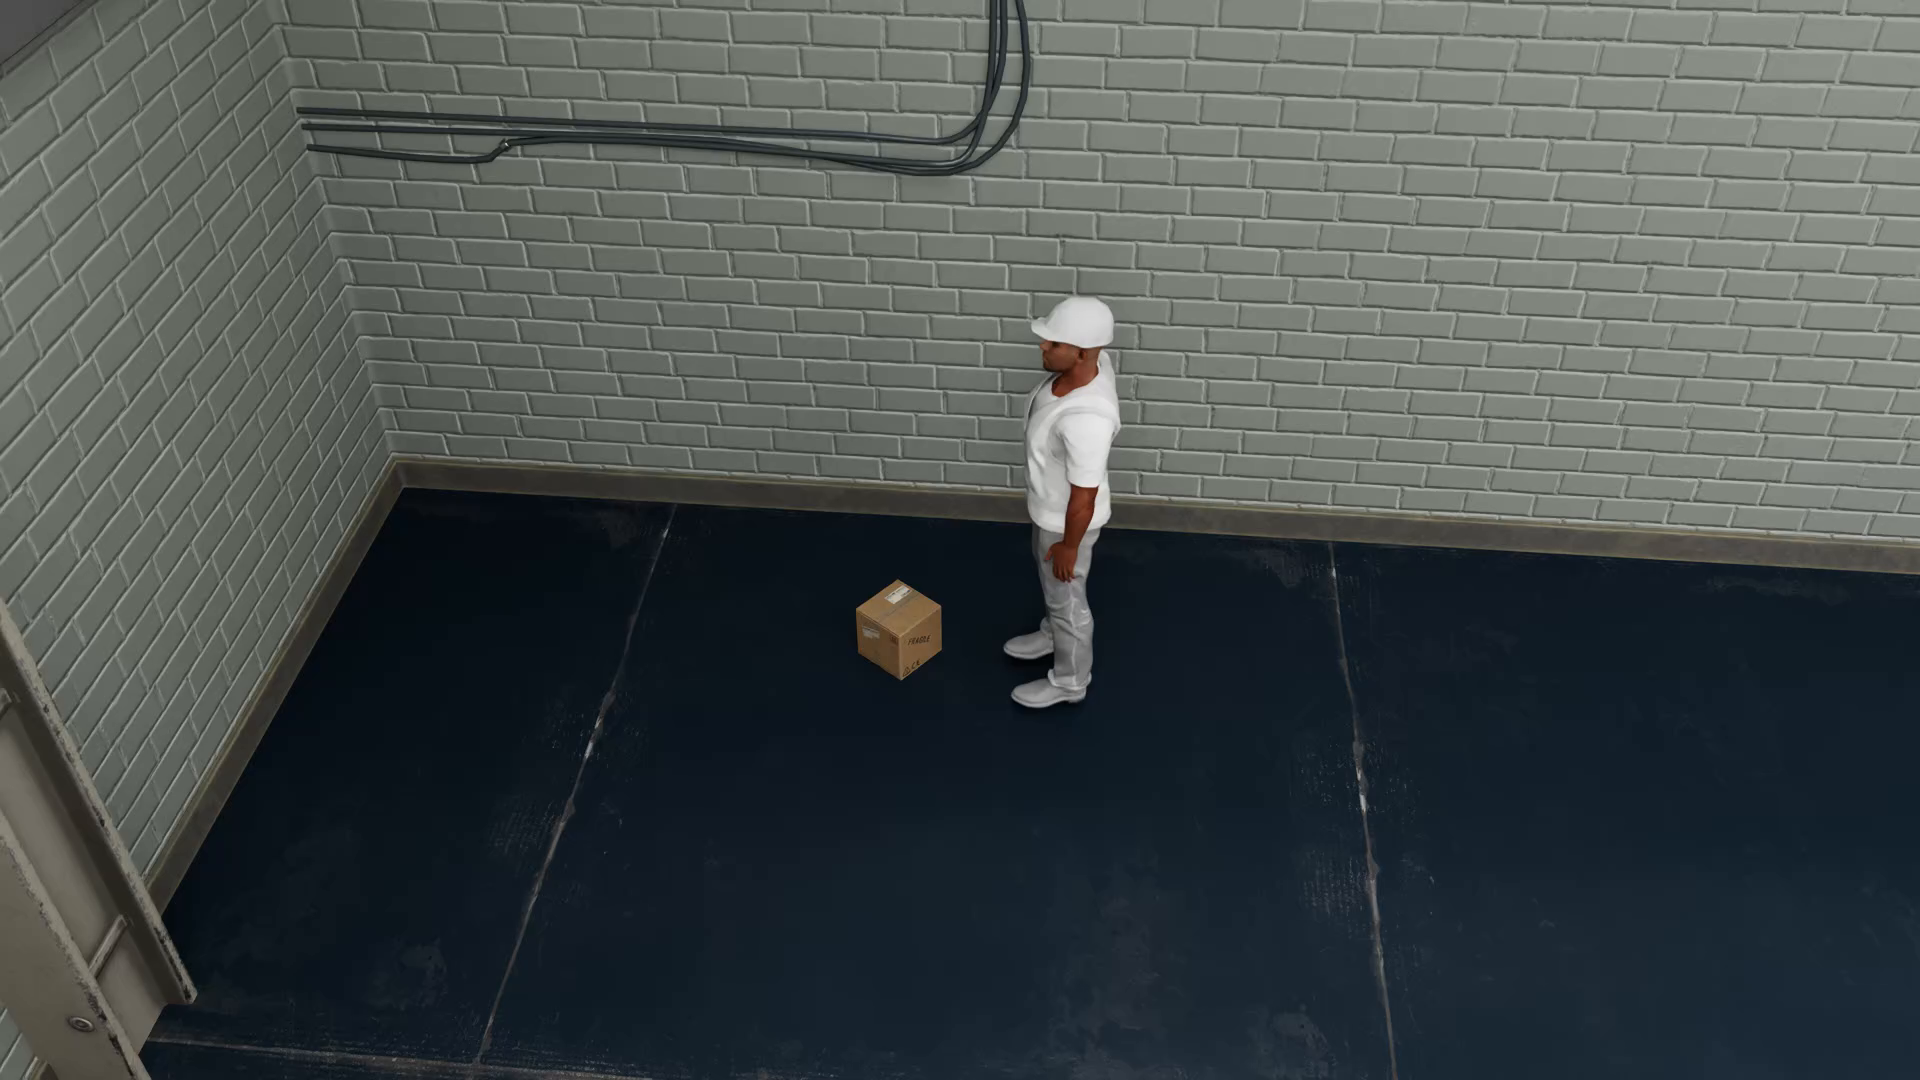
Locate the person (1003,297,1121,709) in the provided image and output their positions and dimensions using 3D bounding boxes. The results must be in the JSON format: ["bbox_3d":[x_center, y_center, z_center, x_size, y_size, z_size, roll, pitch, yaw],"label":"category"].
[{"bbox_3d":[0.373,-0.141,6.267,0.388,1.771,0.597,0,40,0],"label":"person"}]
